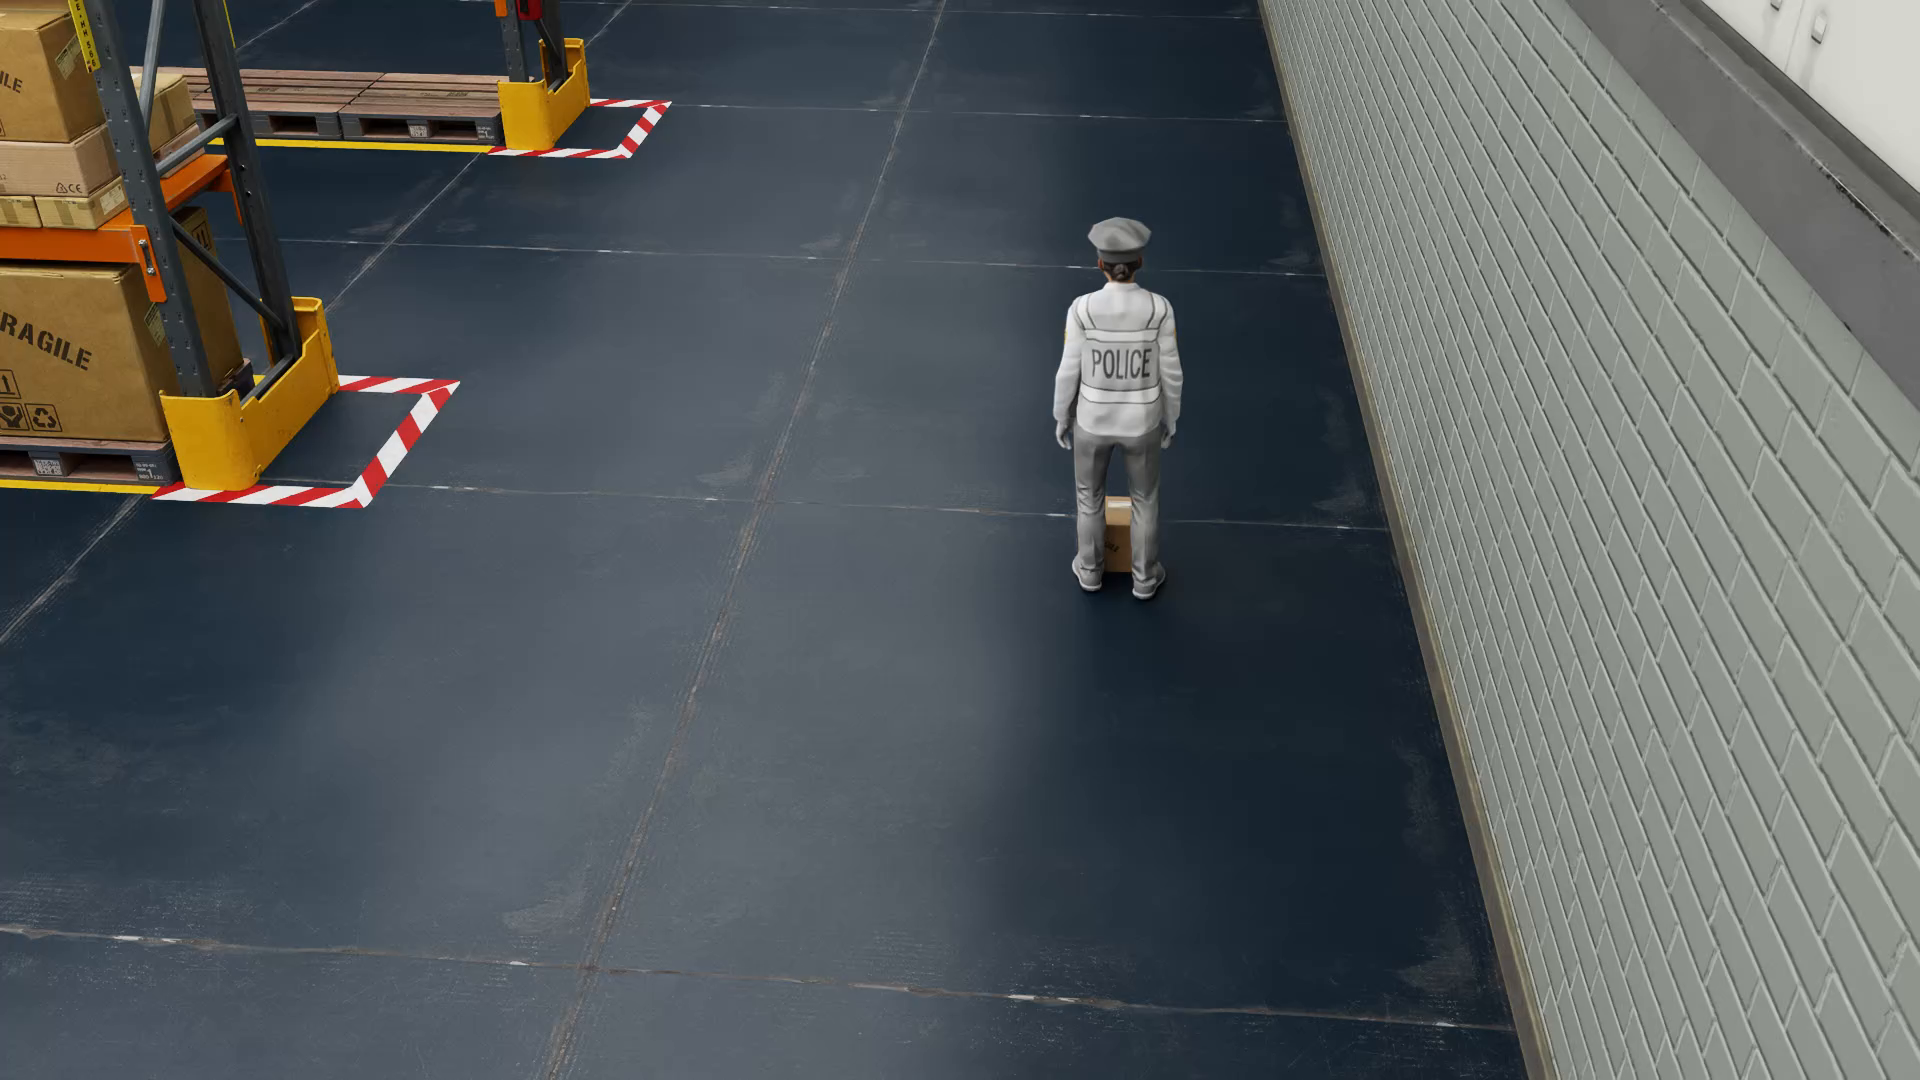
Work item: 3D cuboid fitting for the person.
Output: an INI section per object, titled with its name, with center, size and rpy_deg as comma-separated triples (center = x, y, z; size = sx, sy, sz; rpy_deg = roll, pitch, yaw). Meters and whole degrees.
[person]
center = 0.651, -0.506, 6.939
size = 0.527, 1.662, 0.414
rpy_deg = 1, 32, 2
